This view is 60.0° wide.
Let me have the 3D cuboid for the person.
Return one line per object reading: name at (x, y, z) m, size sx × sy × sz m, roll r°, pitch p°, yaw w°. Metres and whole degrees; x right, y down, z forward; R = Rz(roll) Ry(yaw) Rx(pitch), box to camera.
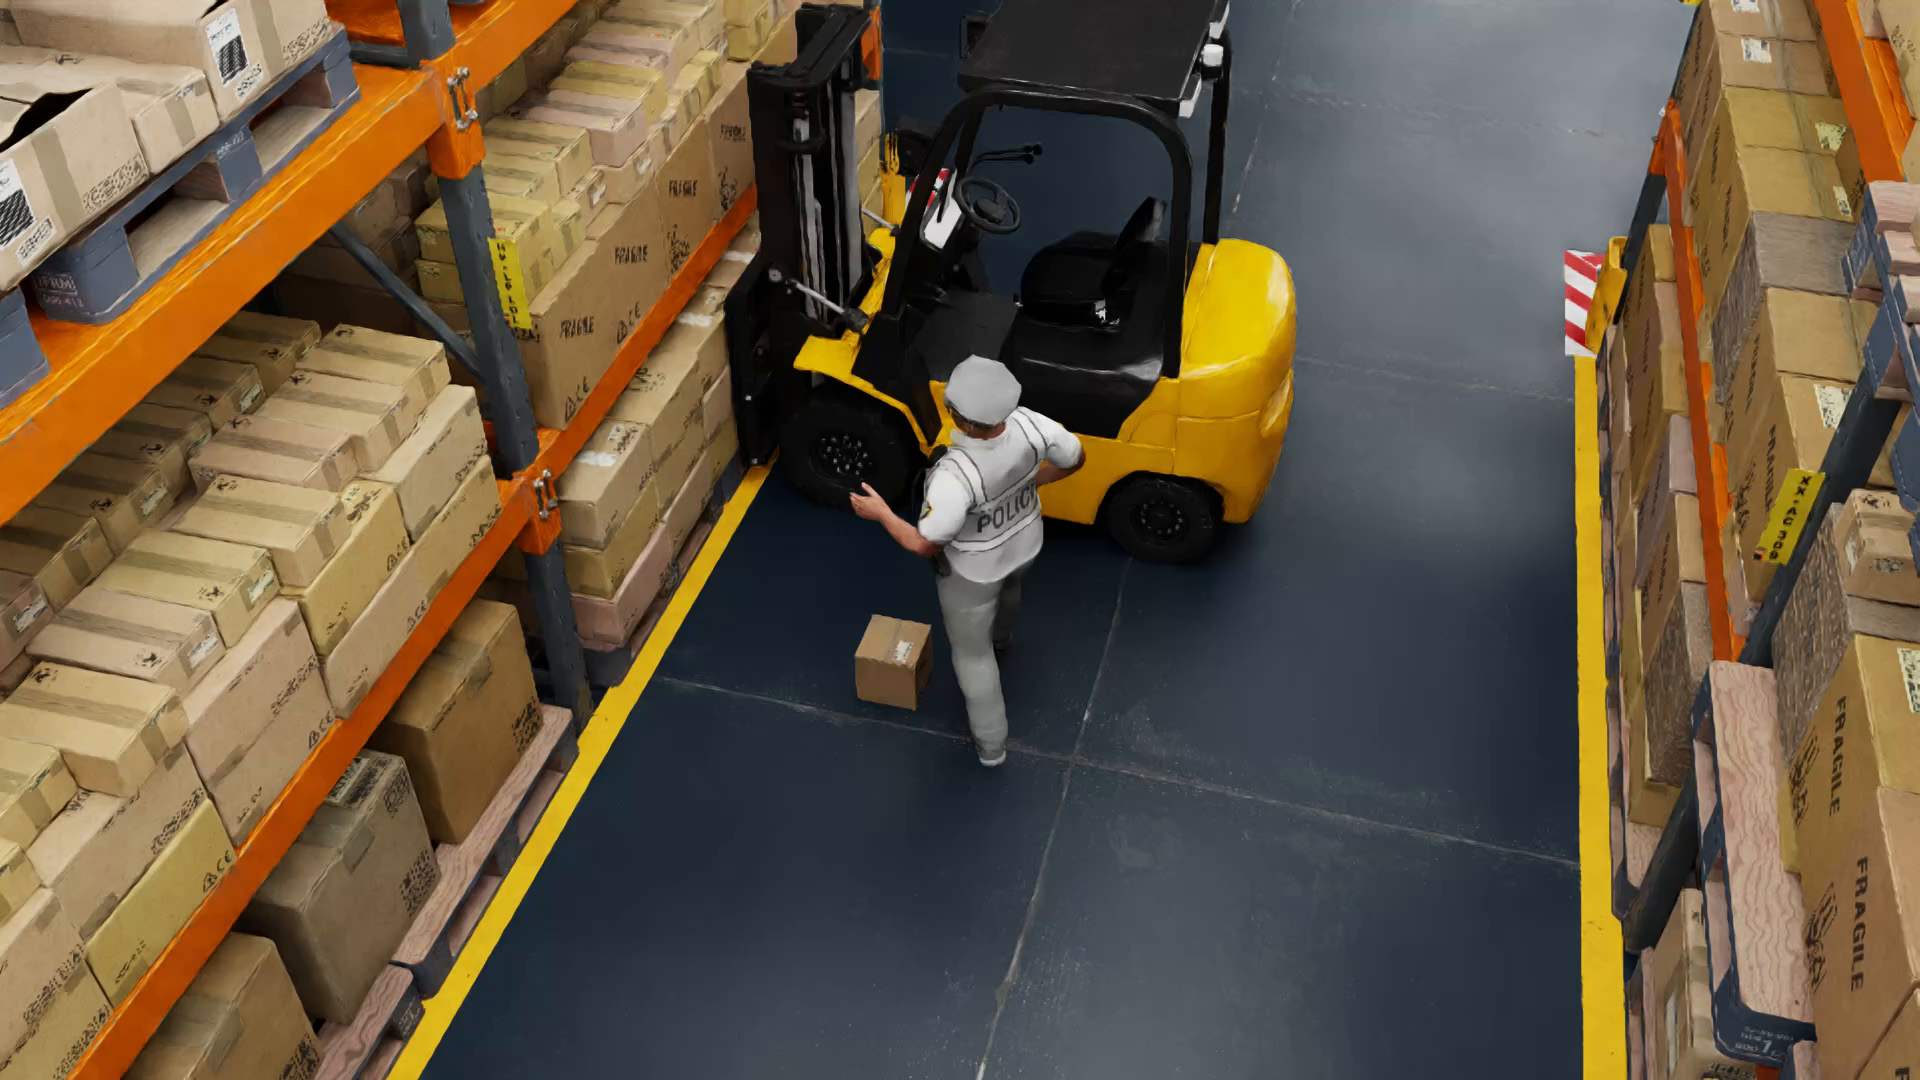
person at (0.010, -0.013, 6.192) m, size 0.763 × 1.784 × 0.755 m, roll -31°, pitch 50°, yaw -31°
